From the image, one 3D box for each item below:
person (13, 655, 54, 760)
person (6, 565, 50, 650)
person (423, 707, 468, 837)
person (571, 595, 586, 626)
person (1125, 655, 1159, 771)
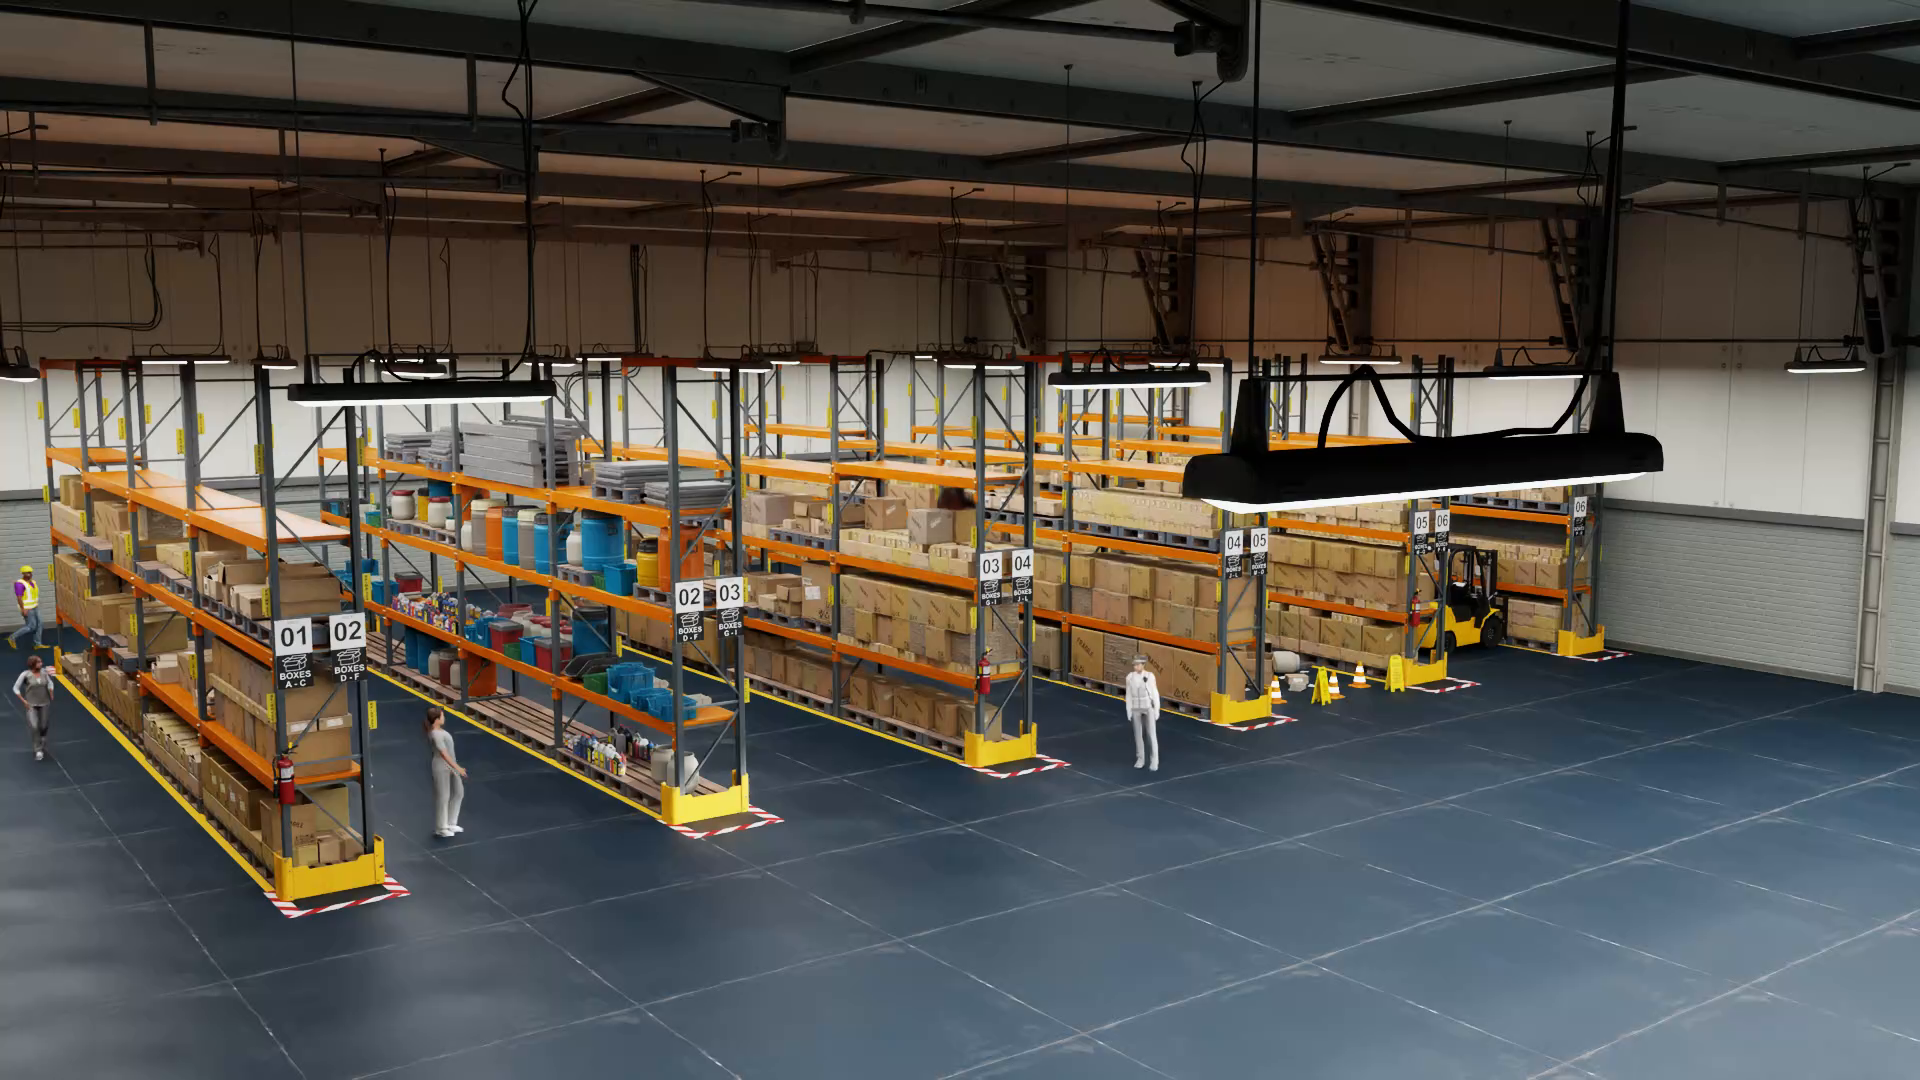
[{"bbox_3d":[-14.127,2.577,25.388,0.554,1.491,0.648,-5,8,-33],"label":"person"},{"bbox_3d":[-19.015,1.389,33.881,0.740,1.747,0.602,-2,7,-14],"label":"person"},{"bbox_3d":[-6.536,2.966,21.280,0.592,1.682,0.472,1,7,9],"label":"person"},{"bbox_3d":[-6.844,1.838,30.232,0.528,1.797,0.576,-3,7,-23],"label":"person"},{"bbox_3d":[2.701,2.551,24.703,0.543,1.713,0.374,3,7,21],"label":"person"}]
